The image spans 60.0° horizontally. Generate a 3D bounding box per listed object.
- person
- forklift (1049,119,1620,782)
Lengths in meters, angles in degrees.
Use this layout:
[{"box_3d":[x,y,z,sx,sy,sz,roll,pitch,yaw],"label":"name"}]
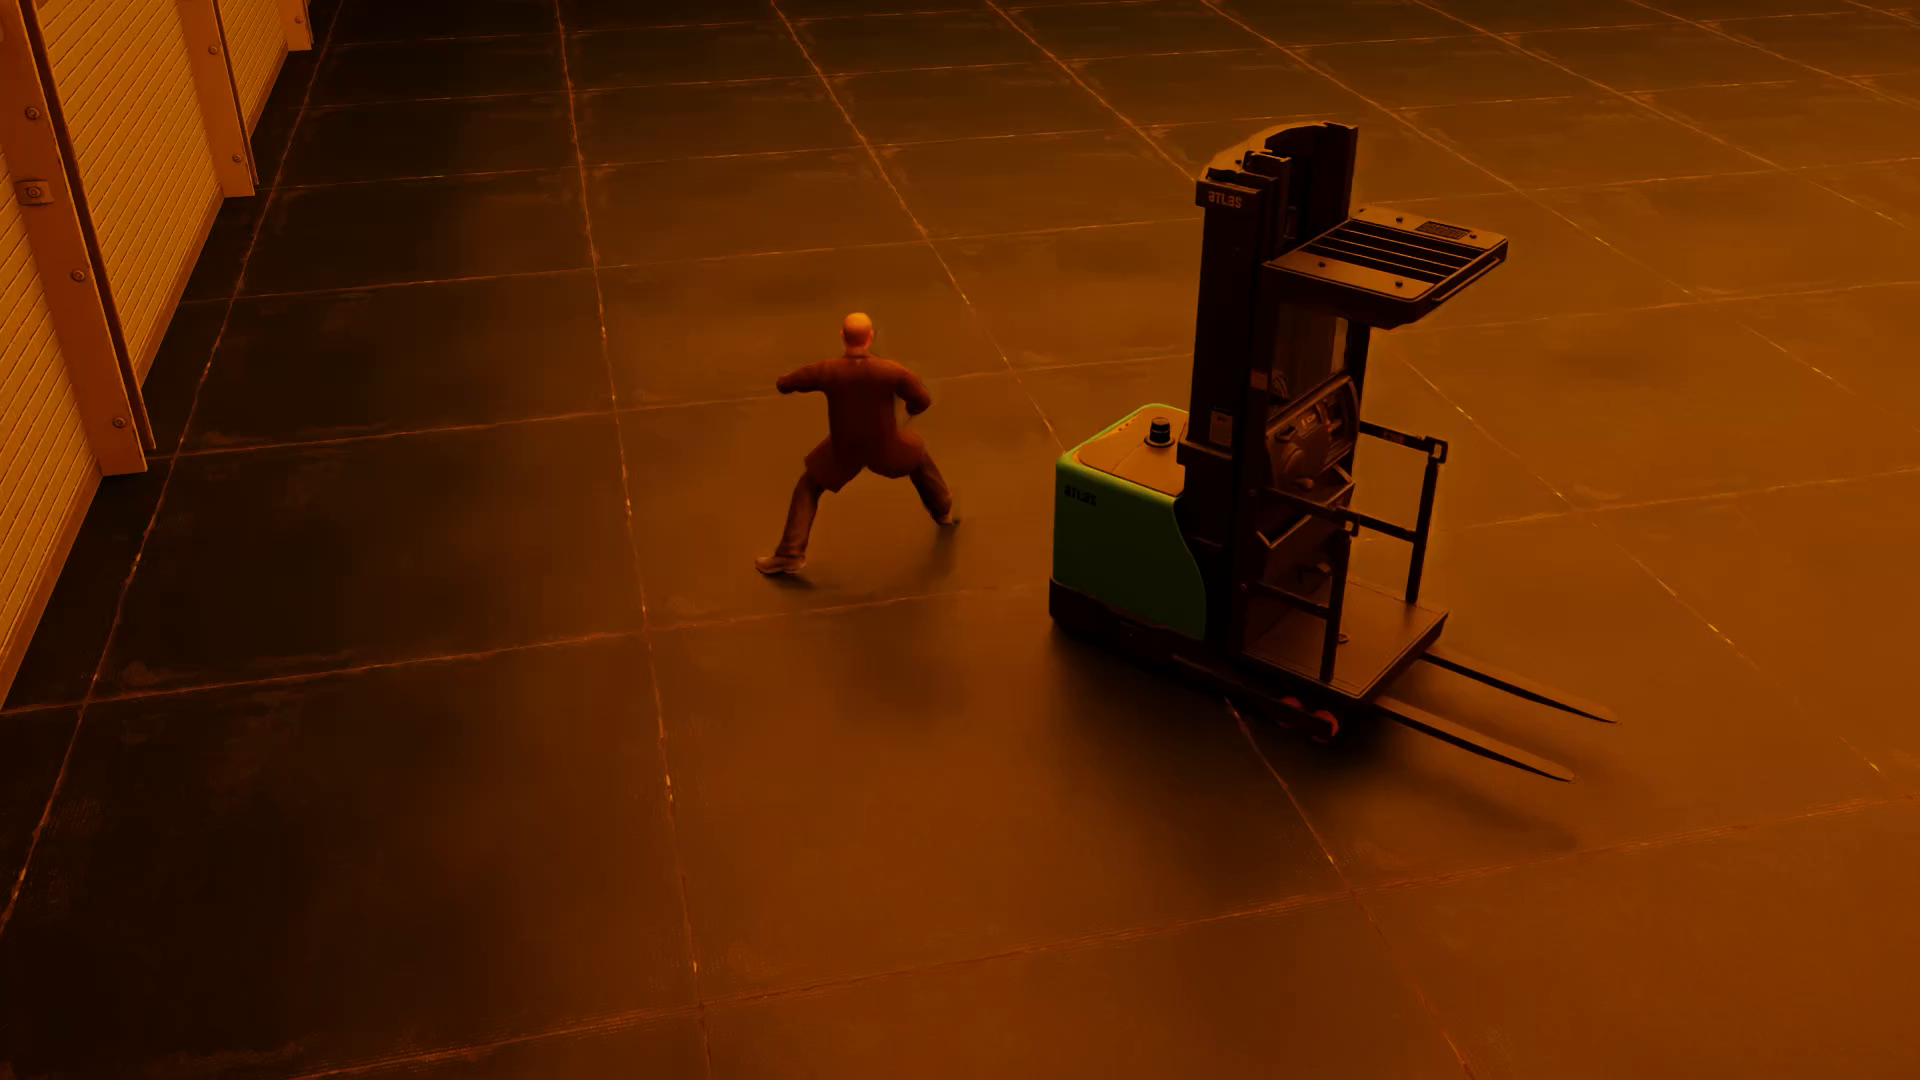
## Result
[{"box_3d":[-0.651,-0.678,10.117,1.197,1.586,1.055,1,30,1],"label":"person"},{"box_3d":[1.980,-0.514,8.462,3.031,2.935,1.130,22,37,33],"label":"forklift"}]
